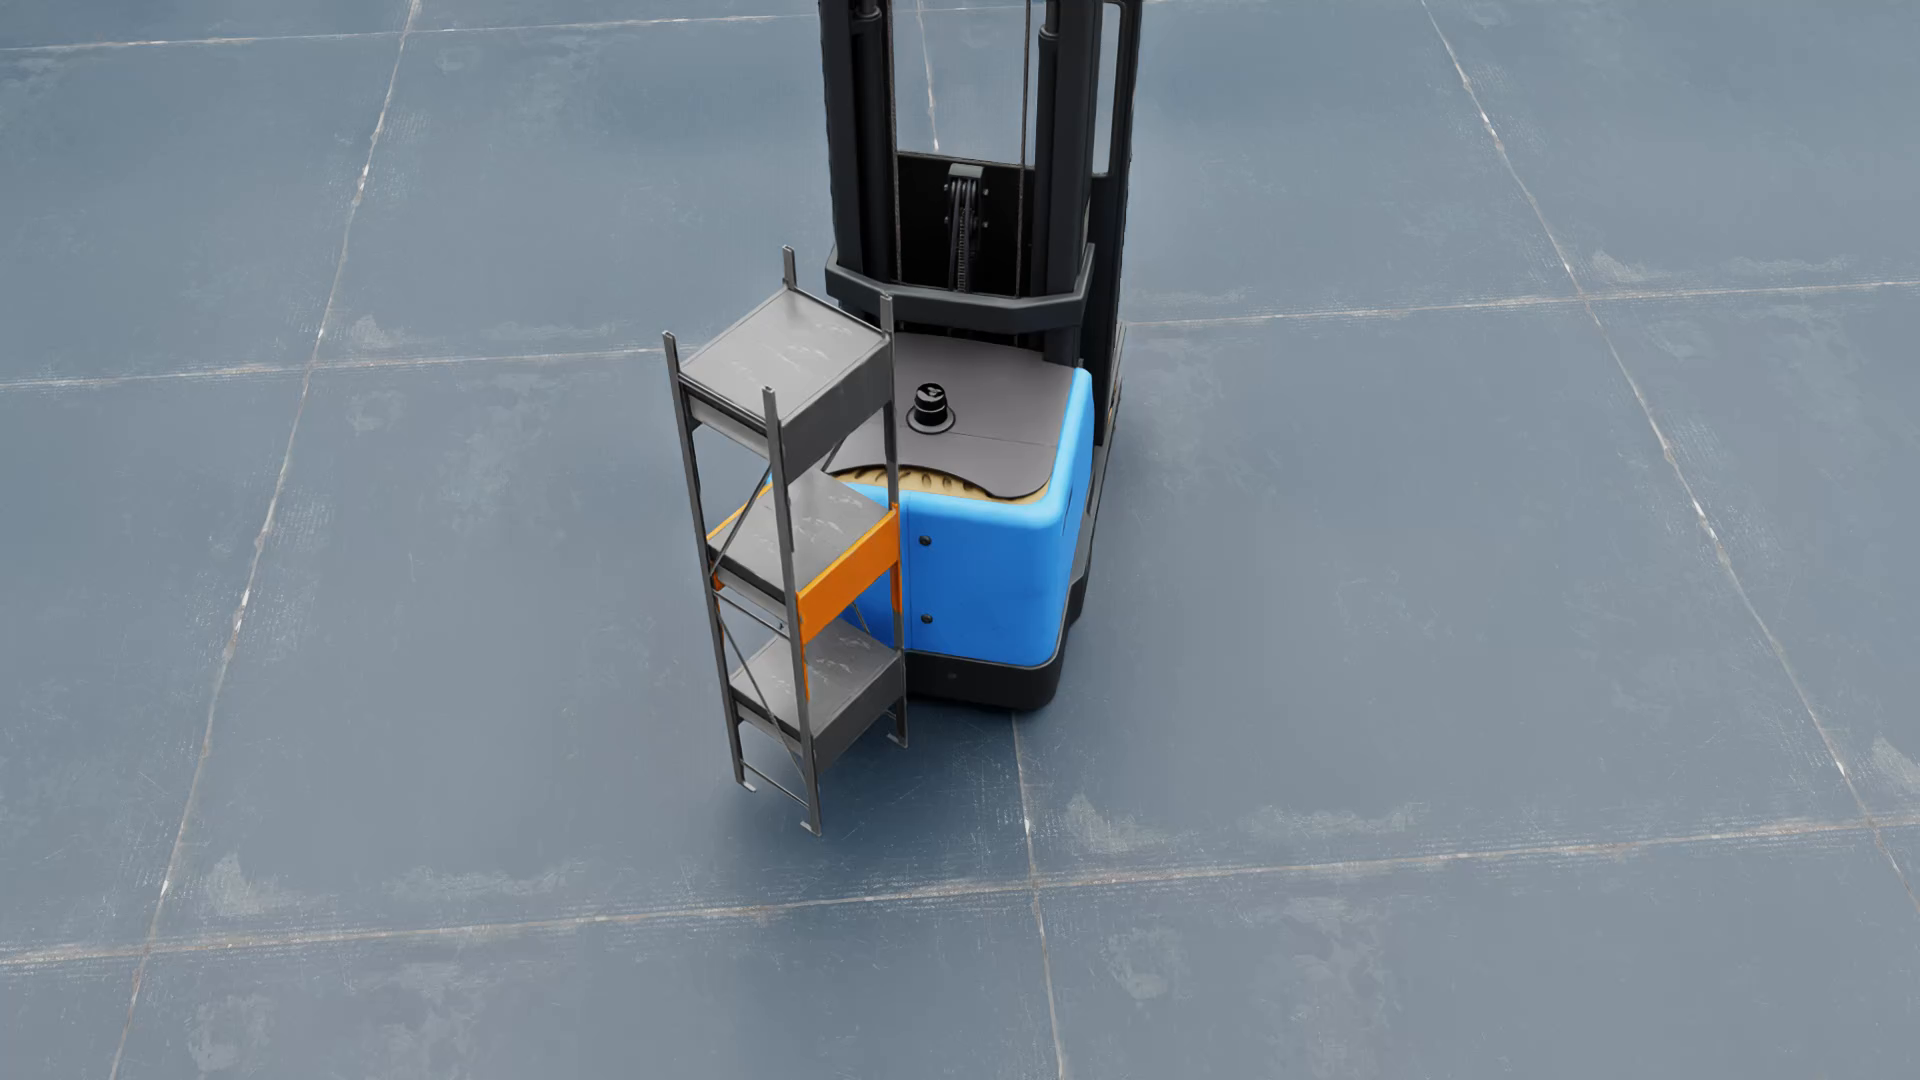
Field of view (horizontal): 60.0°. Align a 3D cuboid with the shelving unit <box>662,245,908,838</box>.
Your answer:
[{"bbox_3d":[-0.502,0.101,5.343,0.431,2.100,0.503,29,53,25],"label":"shelving unit"}]

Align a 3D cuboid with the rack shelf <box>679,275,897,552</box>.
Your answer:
[{"bbox_3d":[-0.500,-0.370,4.844,0.431,0.518,0.480,29,53,25],"label":"rack shelf"}]

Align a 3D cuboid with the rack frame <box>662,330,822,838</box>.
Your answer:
[{"bbox_3d":[-0.651,0.242,5.211,0.400,2.100,0.015,29,53,25],"label":"rack frame"}]

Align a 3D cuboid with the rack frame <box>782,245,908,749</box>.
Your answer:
[{"bbox_3d":[-0.353,-0.039,5.476,0.400,2.100,0.015,29,53,25],"label":"rack frame"}]

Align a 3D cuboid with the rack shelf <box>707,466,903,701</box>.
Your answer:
[{"bbox_3d":[-0.502,0.111,5.353,0.431,0.518,0.480,29,53,25],"label":"rack shelf"}]

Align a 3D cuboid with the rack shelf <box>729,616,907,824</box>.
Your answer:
[{"bbox_3d":[-0.504,0.591,5.862,0.431,0.518,0.480,29,53,25],"label":"rack shelf"}]

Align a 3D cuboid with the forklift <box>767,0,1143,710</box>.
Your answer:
[{"bbox_3d":[0.111,-1.464,6.255,1.130,2.935,3.031,8,47,8],"label":"forklift"}]
